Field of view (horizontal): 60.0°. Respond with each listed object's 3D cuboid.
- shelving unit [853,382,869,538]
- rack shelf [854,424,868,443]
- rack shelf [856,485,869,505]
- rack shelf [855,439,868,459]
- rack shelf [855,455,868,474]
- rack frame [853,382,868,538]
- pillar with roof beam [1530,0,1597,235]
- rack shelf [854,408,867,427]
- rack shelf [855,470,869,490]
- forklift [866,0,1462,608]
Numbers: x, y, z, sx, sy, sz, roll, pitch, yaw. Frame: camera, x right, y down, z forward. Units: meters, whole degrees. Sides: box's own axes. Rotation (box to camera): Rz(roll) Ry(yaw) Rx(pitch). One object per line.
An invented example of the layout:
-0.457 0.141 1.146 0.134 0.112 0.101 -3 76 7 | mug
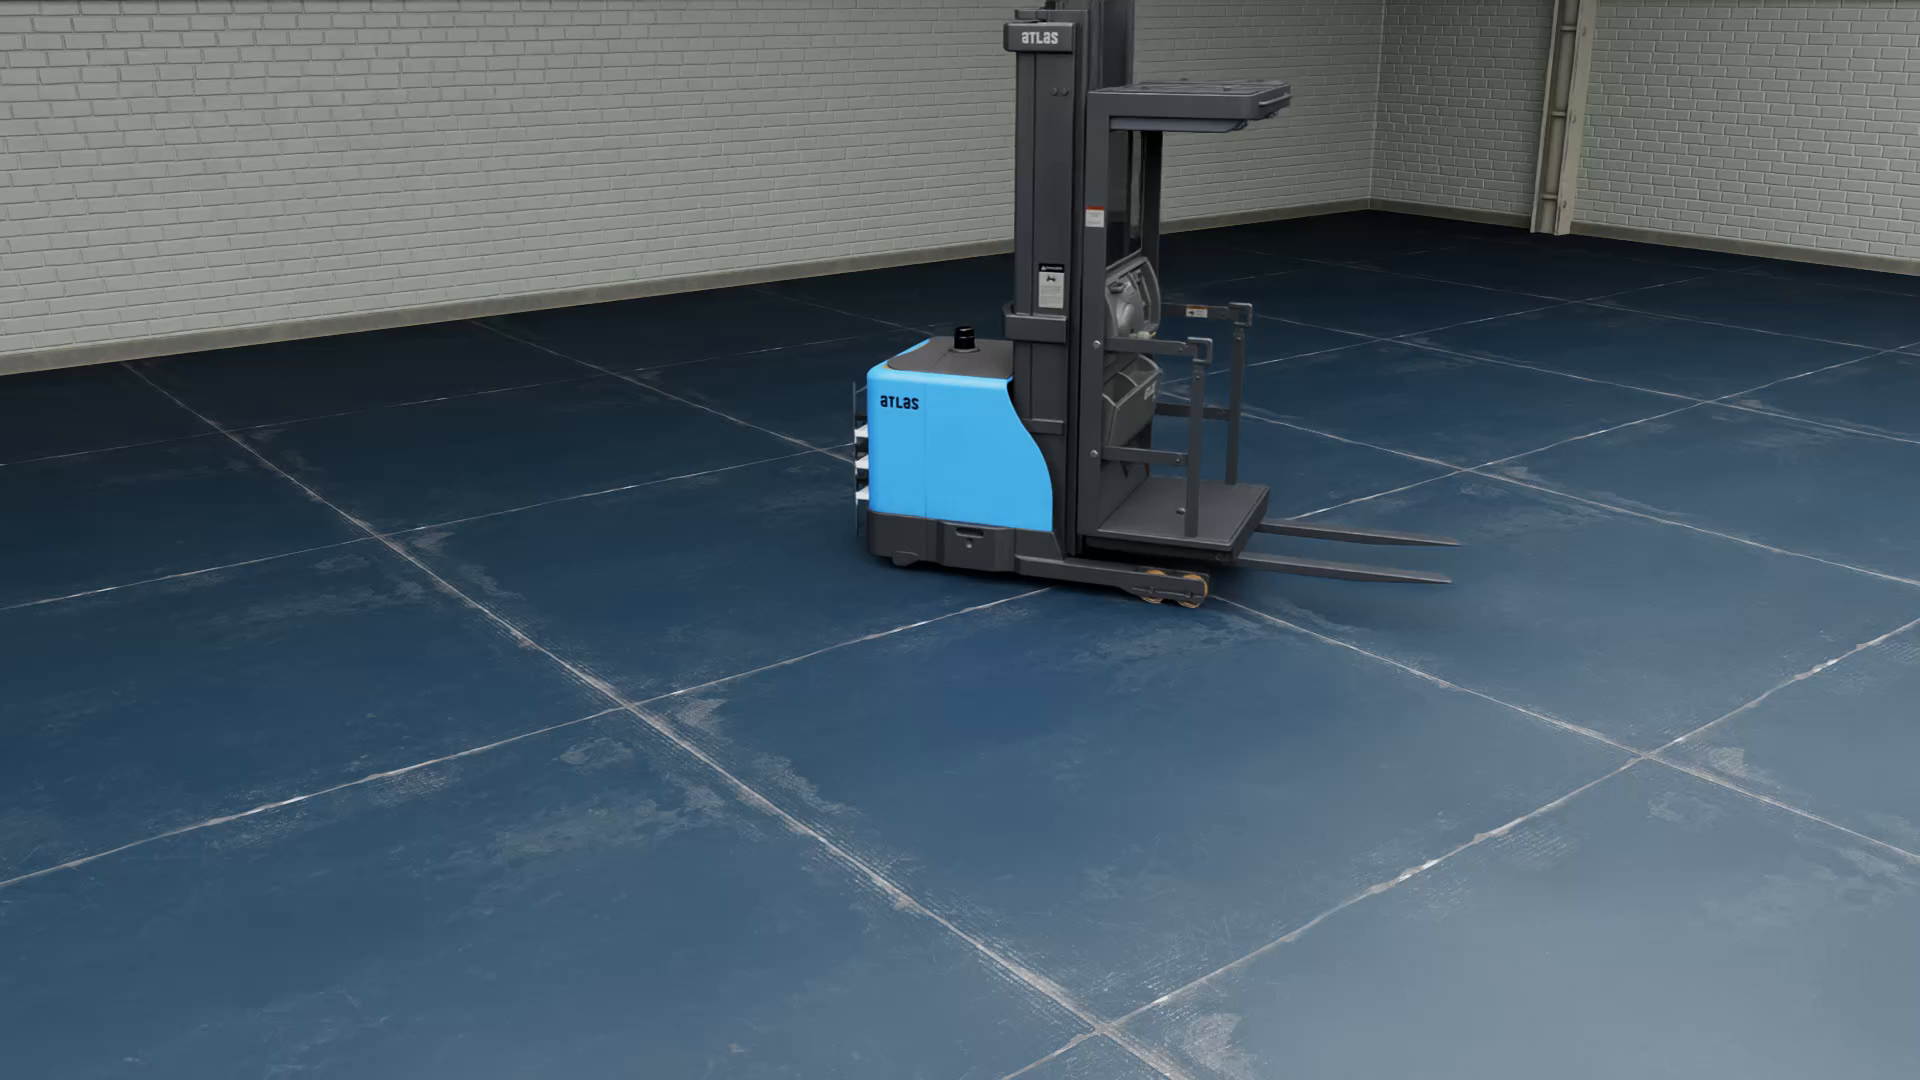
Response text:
-0.446 -0.460 9.321 0.210 0.900 0.258 7 19 19 | shelving unit
-0.446 -0.600 9.275 0.200 0.077 0.258 7 19 19 | rack shelf
-0.446 -0.258 9.388 0.200 0.077 0.258 7 19 19 | rack shelf
-0.446 -0.514 9.304 0.200 0.077 0.258 7 19 19 | rack shelf
-0.446 -0.429 9.332 0.200 0.077 0.258 7 19 19 | rack shelf
-0.541 -0.472 9.355 0.006 0.900 0.240 7 19 19 | rack frame
4.147 -7.349 17.240 9.100 9.000 0.400 -14 23 -36 | pillar with roof beam
-0.446 -0.685 9.247 0.200 0.077 0.258 7 19 19 | rack shelf
-0.446 -0.343 9.360 0.200 0.077 0.258 7 19 19 | rack shelf
1.070 -1.240 8.444 3.031 2.935 1.130 7 19 19 | forklift
